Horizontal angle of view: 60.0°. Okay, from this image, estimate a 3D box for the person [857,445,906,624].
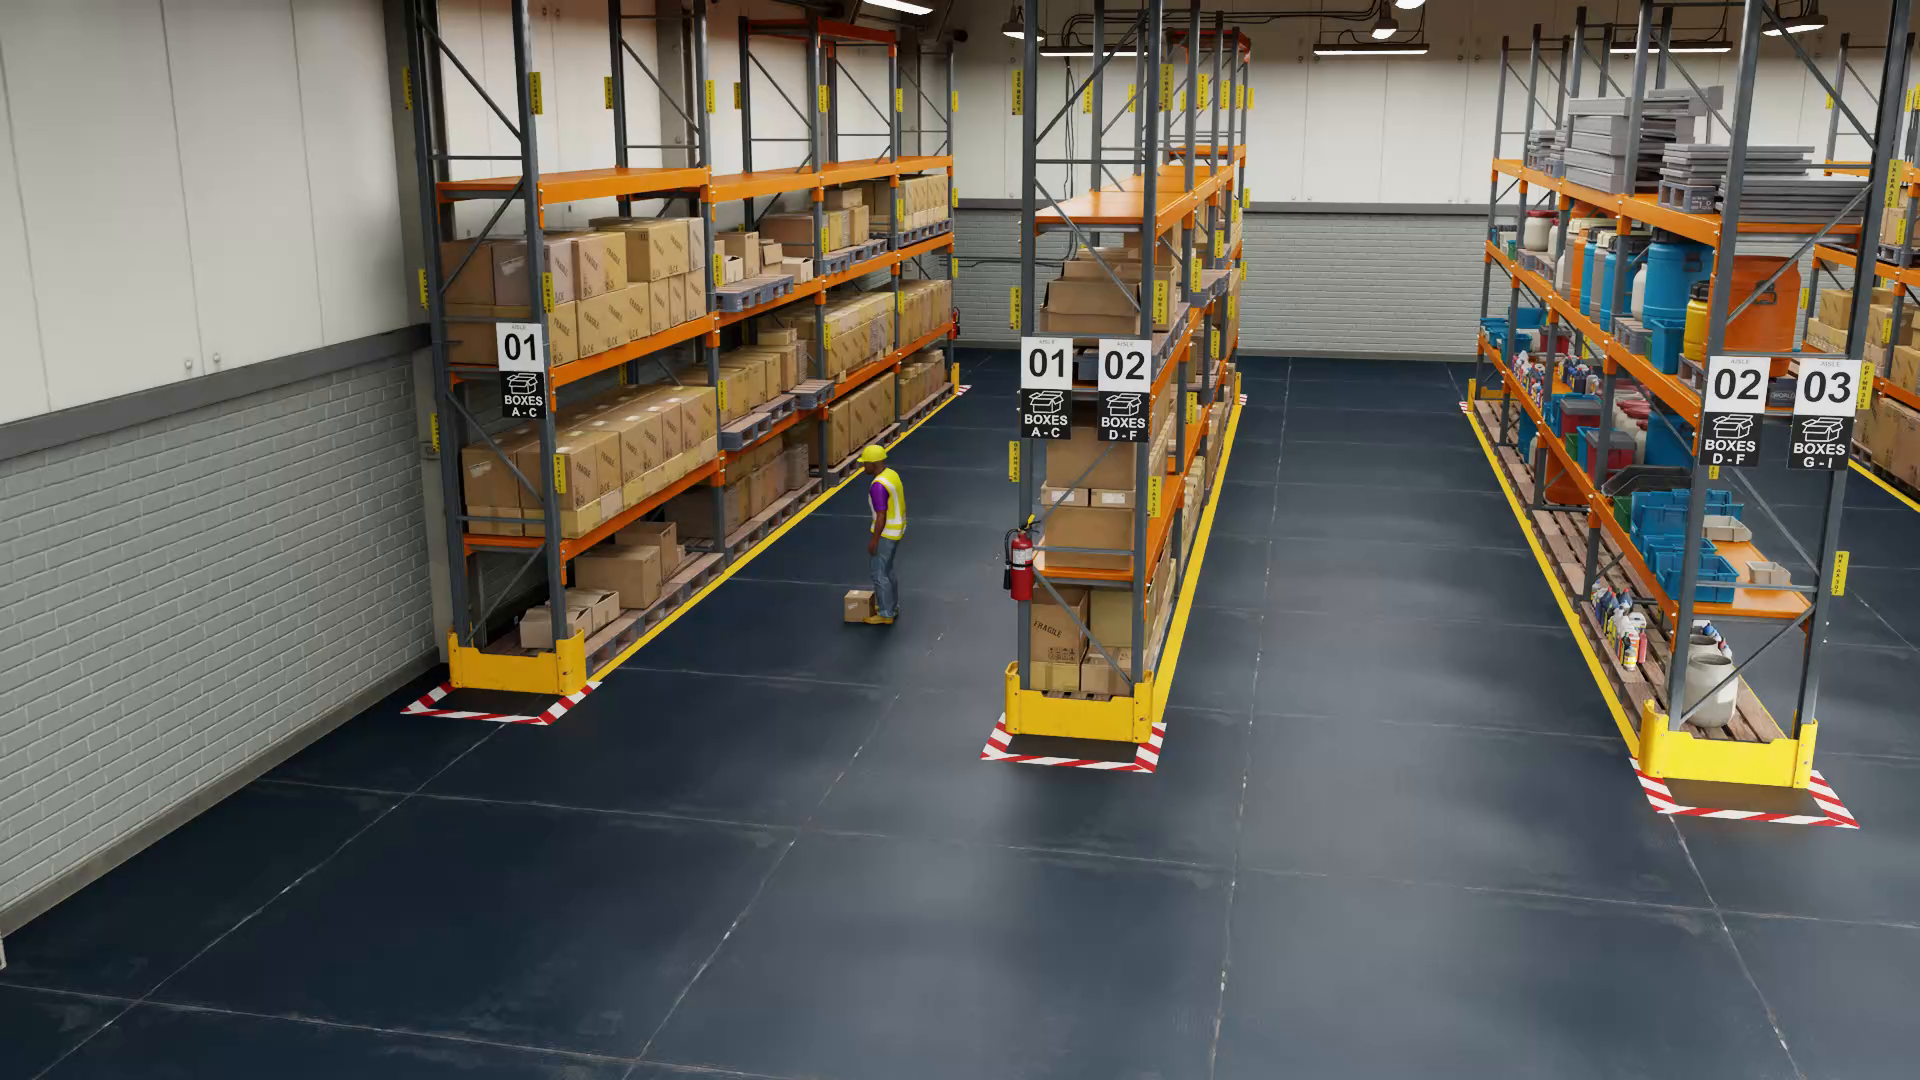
[{"bbox_3d":[-0.762,-0.064,16.229,0.460,1.756,0.625,3,15,10],"label":"person"}]
